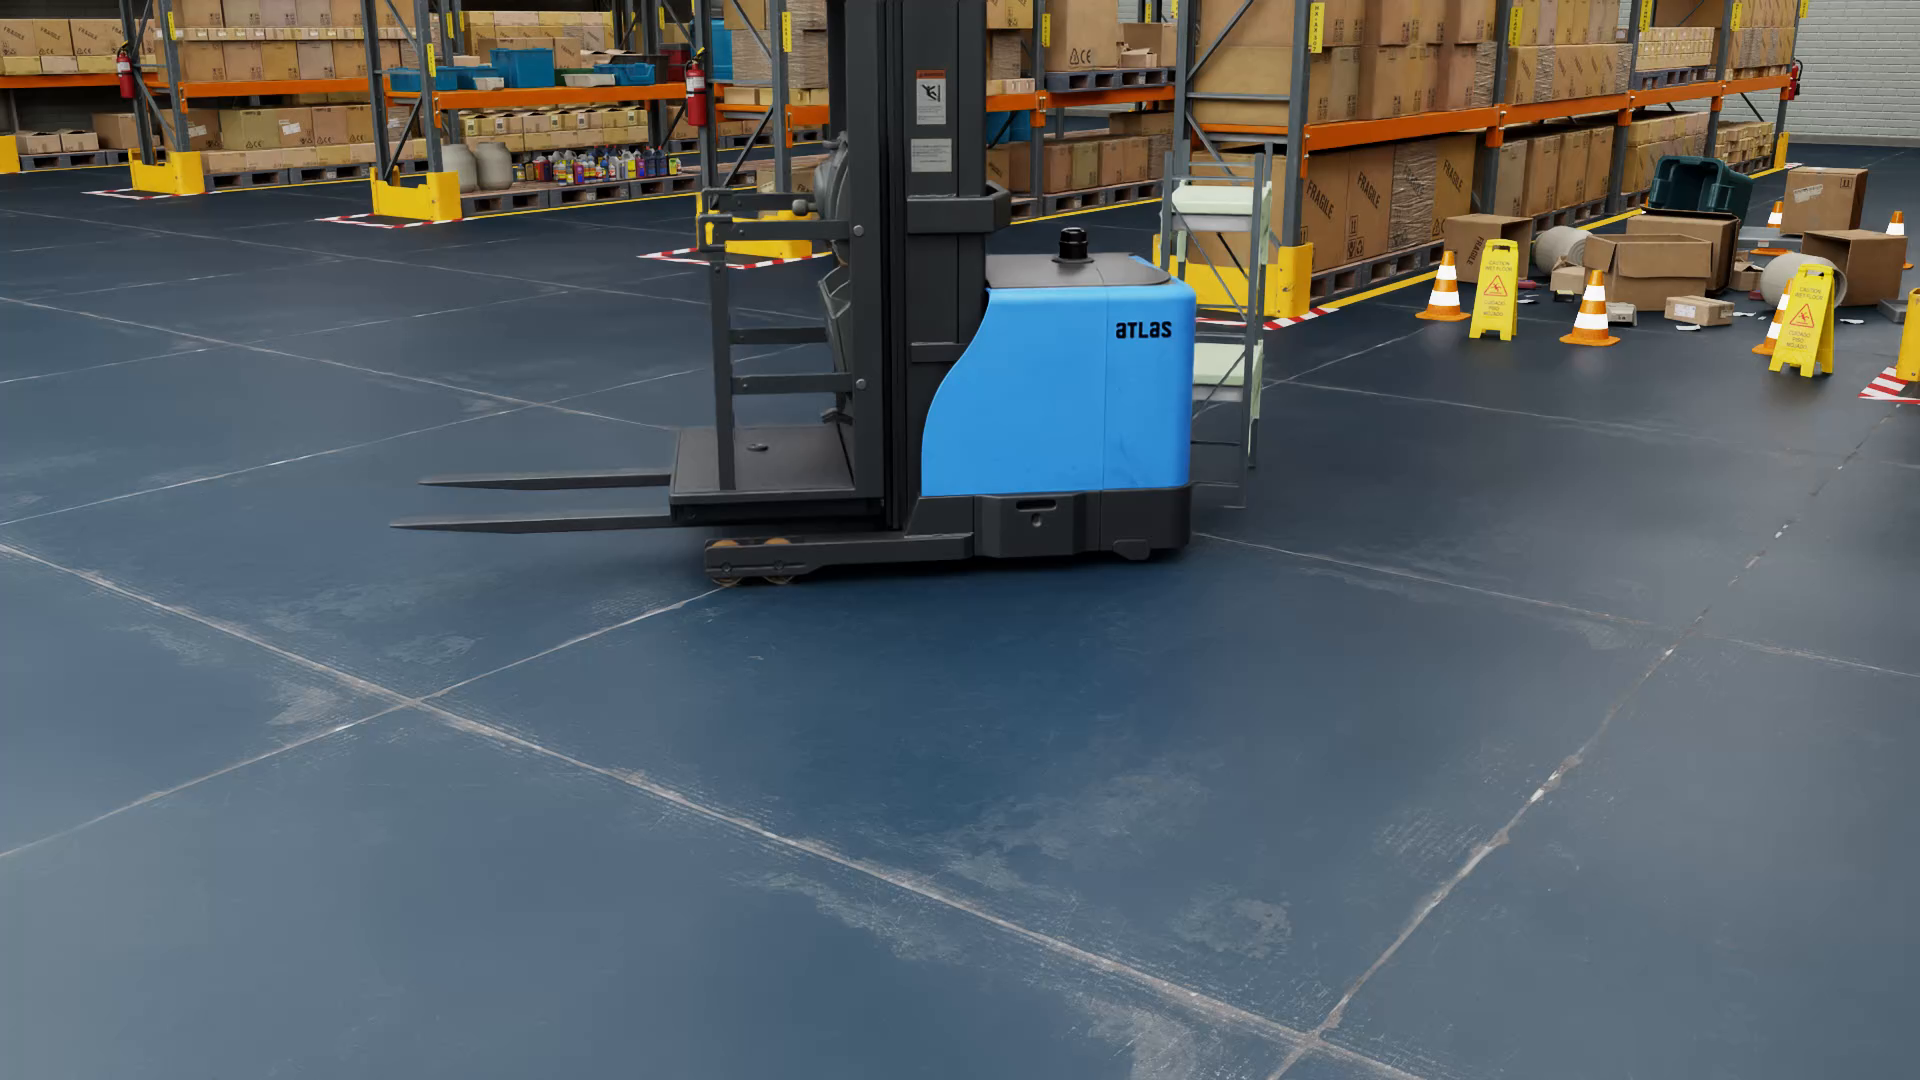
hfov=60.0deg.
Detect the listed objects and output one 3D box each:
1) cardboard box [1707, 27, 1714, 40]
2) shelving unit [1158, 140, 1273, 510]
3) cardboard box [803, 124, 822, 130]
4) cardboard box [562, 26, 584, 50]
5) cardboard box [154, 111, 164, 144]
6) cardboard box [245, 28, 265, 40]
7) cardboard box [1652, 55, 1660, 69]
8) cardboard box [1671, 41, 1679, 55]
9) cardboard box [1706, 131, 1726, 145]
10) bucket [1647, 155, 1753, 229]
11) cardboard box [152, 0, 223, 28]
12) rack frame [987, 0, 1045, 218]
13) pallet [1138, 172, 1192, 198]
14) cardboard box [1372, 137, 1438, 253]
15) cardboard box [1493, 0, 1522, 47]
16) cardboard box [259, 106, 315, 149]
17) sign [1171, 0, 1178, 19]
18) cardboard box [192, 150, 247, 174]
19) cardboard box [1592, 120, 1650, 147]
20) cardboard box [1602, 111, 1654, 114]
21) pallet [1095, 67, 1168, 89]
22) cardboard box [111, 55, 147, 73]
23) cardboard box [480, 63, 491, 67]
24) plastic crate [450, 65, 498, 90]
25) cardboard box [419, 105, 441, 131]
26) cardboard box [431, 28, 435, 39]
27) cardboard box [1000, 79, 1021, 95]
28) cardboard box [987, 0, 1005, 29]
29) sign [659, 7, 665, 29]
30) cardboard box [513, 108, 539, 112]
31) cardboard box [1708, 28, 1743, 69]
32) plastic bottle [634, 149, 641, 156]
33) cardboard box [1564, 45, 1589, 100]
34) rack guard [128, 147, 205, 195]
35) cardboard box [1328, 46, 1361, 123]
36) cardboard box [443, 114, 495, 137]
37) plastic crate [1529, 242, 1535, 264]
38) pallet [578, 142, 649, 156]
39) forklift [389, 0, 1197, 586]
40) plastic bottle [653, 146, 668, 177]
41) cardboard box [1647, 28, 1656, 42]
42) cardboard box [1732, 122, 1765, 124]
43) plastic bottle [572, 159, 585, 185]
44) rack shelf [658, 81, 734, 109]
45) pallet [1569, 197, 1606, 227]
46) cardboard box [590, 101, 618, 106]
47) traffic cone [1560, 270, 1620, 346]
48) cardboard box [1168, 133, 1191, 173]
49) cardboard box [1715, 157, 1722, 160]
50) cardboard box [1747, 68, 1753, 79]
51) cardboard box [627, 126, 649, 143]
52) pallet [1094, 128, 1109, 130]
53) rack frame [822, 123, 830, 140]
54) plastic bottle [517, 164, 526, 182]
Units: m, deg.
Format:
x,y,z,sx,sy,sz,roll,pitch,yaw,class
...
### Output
x,y,z,sx,sy,sz,roll,pitch,yaw,class
9.063,-6.245,20.508,0.380,0.149,0.250,14,22,37,cardboard box
1.117,-0.968,7.331,0.431,1.500,0.755,4,18,12,shelving unit
-2.795,-7.510,29.344,0.500,0.500,0.500,12,21,34,cardboard box
-7.387,-9.340,31.059,0.500,0.500,0.500,12,21,35,cardboard box
-12.065,-6.393,25.747,0.500,0.500,0.500,11,20,31,cardboard box
-9.018,-6.399,21.030,0.380,0.149,0.250,12,21,34,cardboard box
7.671,-5.402,18.796,0.380,0.149,0.250,14,22,37,cardboard box
8.135,-5.732,19.357,0.380,0.149,0.250,13,22,37,cardboard box
9.729,-5.234,21.636,0.380,0.149,0.250,14,22,37,cardboard box
6.149,-2.828,13.748,0.620,0.611,0.726,0,14,-35,bucket
-9.562,-6.593,20.560,0.700,0.500,0.500,13,21,35,cardboard box
0.455,-5.005,17.804,1.000,3.000,0.127,12,21,35,rack frame
2.372,-4.441,20.687,1.003,0.211,1.213,12,21,35,pallet
3.414,-2.938,14.021,0.875,0.875,0.875,13,21,35,cardboard box
4.670,-4.749,15.125,0.700,0.500,0.500,12,21,34,cardboard box
-8.799,-5.379,21.671,0.500,0.500,0.500,12,21,35,cardboard box
1.568,-3.917,11.949,0.100,0.325,0.005,12,21,35,sign
-9.383,-4.780,21.006,0.500,0.250,0.500,12,21,35,cardboard box
7.367,-4.544,18.561,0.500,0.250,0.500,11,21,32,cardboard box
8.177,-5.119,20.411,0.500,0.250,0.500,13,22,36,cardboard box
1.692,-5.388,19.359,1.003,0.211,1.213,12,21,35,pallet
-12.407,-7.043,24.585,0.500,0.250,0.500,13,21,35,cardboard box
-6.806,-6.812,24.045,0.380,0.149,0.250,12,21,35,cardboard box
-5.456,-5.183,18.626,0.499,0.251,0.408,12,21,35,plastic crate
-9.483,-7.420,29.051,0.700,0.500,0.500,13,21,35,cardboard box
-7.488,-7.012,23.003,0.380,0.149,0.250,12,21,35,cardboard box
0.407,-4.724,17.323,0.380,0.149,0.250,12,21,35,cardboard box
0.111,-5.398,16.711,0.500,0.500,0.500,12,21,35,cardboard box
-4.667,-8.165,26.027,0.100,0.325,0.005,12,21,35,sign
-6.581,-6.422,25.348,0.500,0.311,0.500,12,21,34,cardboard box
9.643,-6.274,21.218,0.500,0.500,0.500,12,21,34,cardboard box
-4.064,-4.789,20.967,0.097,0.271,0.097,0,17,0,plastic bottle
5.811,-4.590,16.299,0.500,0.500,0.500,13,21,36,cardboard box
-9.896,-4.605,20.728,1.175,0.500,0.348,12,21,35,rack guard
2.490,-3.455,12.559,0.875,0.550,0.550,12,21,35,cardboard box
-7.052,-5.966,23.882,0.500,0.311,0.500,13,21,35,cardboard box
5.327,-2.517,14.434,0.662,0.188,0.450,-7,9,-22,plastic crate
-5.637,-6.189,26.316,1.003,0.211,1.213,12,21,35,pallet
-0.660,-1.397,6.300,3.031,2.935,1.130,-2,17,-7,forklift
-3.675,-4.621,20.292,0.144,0.351,0.185,12,21,33,plastic bottle
7.501,-5.620,18.496,0.380,0.149,0.250,12,21,34,cardboard box
11.221,-5.866,23.670,0.380,0.149,0.250,13,21,36,cardboard box
-4.426,-4.268,19.269,0.061,0.283,0.133,13,21,36,plastic bottle
-2.331,-6.013,22.263,1.077,0.370,4.000,12,21,35,rack shelf
6.232,-3.551,17.824,1.003,0.211,1.213,12,21,35,pallet
-6.995,-8.533,32.080,0.750,0.750,0.750,13,21,35,cardboard box
4.157,-1.536,10.908,0.336,0.463,0.334,12,21,35,traffic cone
2.456,-4.811,20.652,0.700,0.500,0.500,11,20,32,cardboard box
9.620,-4.879,21.497,0.380,0.149,0.250,11,21,32,cardboard box
10.322,-6.222,22.146,0.380,0.149,0.250,14,22,37,cardboard box
-5.232,-6.429,26.315,0.500,0.250,0.500,13,21,36,cardboard box
3.105,-7.217,29.629,1.003,0.211,1.213,12,21,35,pallet
-2.732,-8.662,29.580,1.000,3.000,0.127,12,21,35,rack frame
-5.163,-4.317,19.562,0.097,0.201,0.097,0,17,0,plastic bottle
